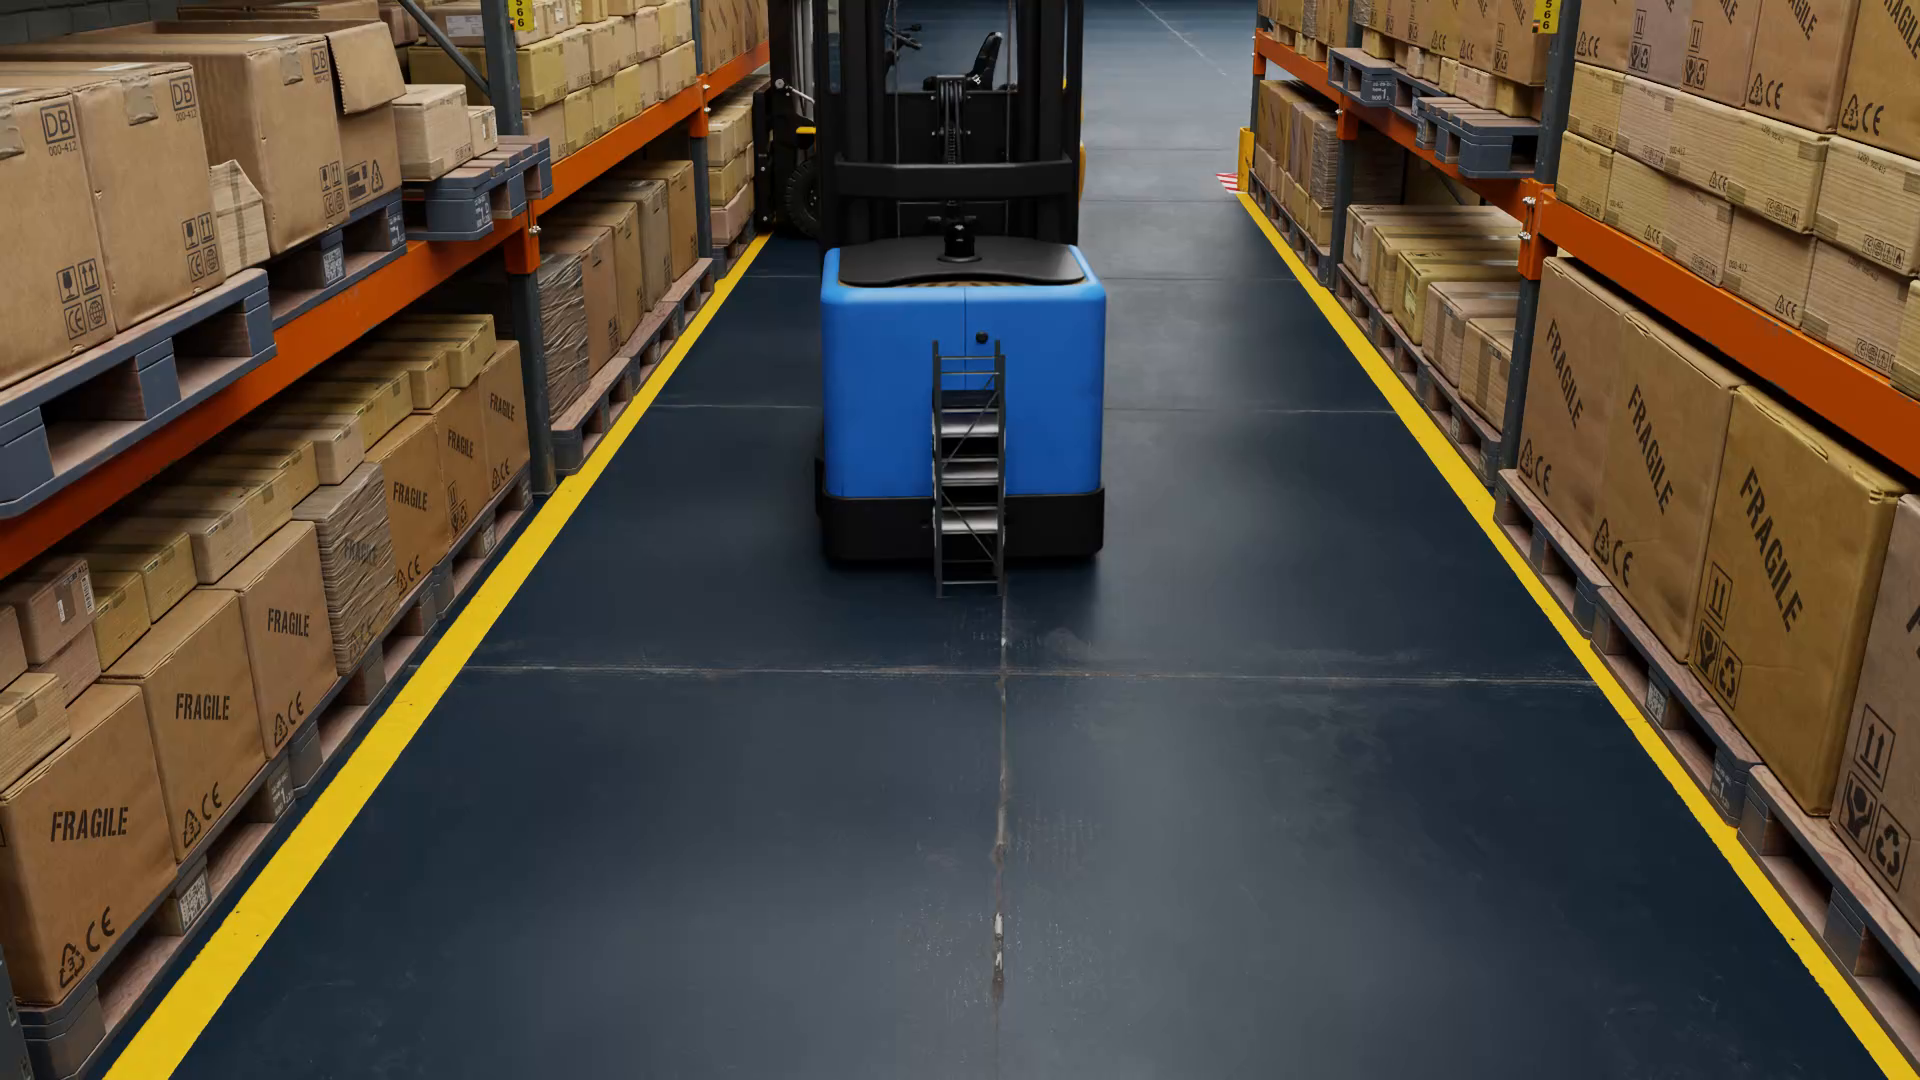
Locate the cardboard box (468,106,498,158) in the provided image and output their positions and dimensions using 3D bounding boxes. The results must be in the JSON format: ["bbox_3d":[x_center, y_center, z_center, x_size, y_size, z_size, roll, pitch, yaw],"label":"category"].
[{"bbox_3d":[-1.857,-1.440,5.860,0.380,0.149,0.250,1,21,3],"label":"cardboard box"}]

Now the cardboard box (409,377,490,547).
[{"bbox_3d":[-2.044,-0.297,6.024,0.500,0.500,0.500,0,21,1],"label":"cardboard box"}]

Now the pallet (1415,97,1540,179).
[{"bbox_3d":[2.656,-1.719,7.078,1.213,0.211,1.003,1,21,2],"label":"pallet"}]

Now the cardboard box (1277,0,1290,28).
[{"bbox_3d":[2.666,-4.088,12.368,0.500,0.500,0.500,0,21,1],"label":"cardboard box"}]

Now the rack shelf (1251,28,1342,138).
[{"bbox_3d":[2.923,-3.384,12.098,1.077,0.370,4.000,1,21,2],"label":"rack shelf"}]

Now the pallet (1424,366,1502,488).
[{"bbox_3d":[2.766,-0.532,7.609,1.003,0.211,1.213,1,21,2],"label":"pallet"}]

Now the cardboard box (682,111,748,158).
[{"bbox_3d":[-1.745,-2.786,11.400,0.500,0.250,0.500,1,21,2],"label":"cardboard box"}]

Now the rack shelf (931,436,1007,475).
[{"bbox_3d":[0.029,-0.300,5.903,0.258,0.077,0.200,-1,21,-3],"label":"rack shelf"}]

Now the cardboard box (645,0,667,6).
[{"bbox_3d":[-1.813,-2.994,9.065,0.380,0.149,0.250,0,21,0],"label":"cardboard box"}]

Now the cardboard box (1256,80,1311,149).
[{"bbox_3d":[2.683,-3.409,13.351,0.500,0.500,0.500,0,21,0],"label":"cardboard box"}]

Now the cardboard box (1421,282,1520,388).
[{"bbox_3d":[2.782,-0.992,7.990,0.950,0.372,0.625,0,21,1],"label":"cardboard box"}]

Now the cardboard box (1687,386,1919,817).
[{"bbox_3d":[2.578,0.139,4.379,0.875,0.875,0.875,1,21,3],"label":"cardboard box"}]

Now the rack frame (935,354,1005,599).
[{"bbox_3d":[0.035,-0.211,5.829,0.240,0.900,0.006,-1,21,-3],"label":"rack frame"}]

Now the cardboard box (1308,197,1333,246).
[{"bbox_3d":[2.612,-2.127,11.084,0.500,0.250,0.500,2,21,4],"label":"cardboard box"}]

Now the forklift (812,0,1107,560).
[{"bbox_3d":[-0.063,-1.781,7.067,1.130,2.935,3.031,-1,21,-3],"label":"forklift"}]

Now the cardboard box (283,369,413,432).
[{"bbox_3d":[-2.065,-0.466,5.561,0.380,0.149,0.250,1,21,3],"label":"cardboard box"}]

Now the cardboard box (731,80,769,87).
[{"bbox_3d":[-1.689,-3.521,13.295,0.500,0.250,0.500,1,21,3],"label":"cardboard box"}]

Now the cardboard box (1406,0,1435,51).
[{"bbox_3d":[2.513,-2.665,8.121,0.500,0.500,0.500,0,21,-1],"label":"cardboard box"}]

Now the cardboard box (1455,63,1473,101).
[{"bbox_3d":[2.430,-2.030,7.380,0.380,0.149,0.250,0,21,-1],"label":"cardboard box"}]

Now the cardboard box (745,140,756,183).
[{"bbox_3d":[-1.736,-2.732,11.952,0.500,0.250,0.500,0,21,1],"label":"cardboard box"}]

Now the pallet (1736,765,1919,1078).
[{"bbox_3d":[2.567,0.917,3.875,1.003,0.211,1.213,1,21,2],"label":"pallet"}]

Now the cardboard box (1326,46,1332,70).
[{"bbox_3d":[2.568,-3.089,10.690,0.380,0.149,0.250,1,21,3],"label":"cardboard box"}]

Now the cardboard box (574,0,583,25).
[{"bbox_3d":[-1.955,-2.440,7.635,0.380,0.149,0.250,1,21,2],"label":"cardboard box"}]

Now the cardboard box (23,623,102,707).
[{"bbox_3d":[-2.134,0.283,3.632,0.380,0.149,0.250,0,21,0],"label":"cardboard box"}]

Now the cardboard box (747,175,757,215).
[{"bbox_3d":[-1.753,-2.504,12.057,0.500,0.250,0.500,1,21,3],"label":"cardboard box"}]

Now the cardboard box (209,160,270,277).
[{"bbox_3d":[-1.917,-0.788,4.018,0.396,0.266,0.258,2,21,4],"label":"cardboard box"}]

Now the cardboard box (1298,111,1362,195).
[{"bbox_3d":[2.626,-2.660,11.423,0.500,0.500,0.500,1,21,3],"label":"cardboard box"}]

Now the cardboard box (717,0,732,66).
[{"bbox_3d":[-1.825,-3.442,11.115,0.500,0.500,0.500,1,21,3],"label":"cardboard box"}]

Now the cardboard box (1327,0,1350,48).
[{"bbox_3d":[2.627,-3.345,10.453,0.500,0.500,0.500,0,21,0],"label":"cardboard box"}]

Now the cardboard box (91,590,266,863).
[{"bbox_3d":[-2.096,0.448,4.103,0.500,0.500,0.500,0,21,1],"label":"cardboard box"}]

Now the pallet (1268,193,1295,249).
[{"bbox_3d":[2.882,-2.382,12.375,1.003,0.211,1.213,1,21,2],"label":"pallet"}]

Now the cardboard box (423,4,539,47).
[{"bbox_3d":[-1.917,-2.064,6.667,0.380,0.149,0.250,1,21,3],"label":"cardboard box"}]

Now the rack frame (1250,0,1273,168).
[{"bbox_3d":[2.984,-4.442,13.831,1.000,3.000,0.127,1,21,2],"label":"rack frame"}]

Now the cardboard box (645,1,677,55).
[{"bbox_3d":[-1.867,-2.846,9.233,0.500,0.250,0.500,0,21,0],"label":"cardboard box"}]

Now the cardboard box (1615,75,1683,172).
[{"bbox_3d":[2.462,-1.346,5.366,0.500,0.250,0.500,1,21,3],"label":"cardboard box"}]

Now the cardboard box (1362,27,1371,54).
[{"bbox_3d":[2.530,-2.878,9.567,0.380,0.149,0.250,1,21,2],"label":"cardboard box"}]

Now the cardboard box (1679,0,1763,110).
[{"bbox_3d":[2.445,-1.521,4.781,0.500,0.500,0.500,1,21,3],"label":"cardboard box"}]

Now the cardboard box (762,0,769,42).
[{"bbox_3d":[-1.755,-4.174,13.001,0.500,0.500,0.500,1,21,3],"label":"cardboard box"}]

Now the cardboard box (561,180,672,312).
[{"bbox_3d":[-2.135,-1.669,9.385,0.875,0.625,0.625,0,21,1],"label":"cardboard box"}]

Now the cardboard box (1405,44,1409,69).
[{"bbox_3d":[2.522,-2.503,8.600,0.380,0.149,0.250,1,21,2],"label":"cardboard box"}]

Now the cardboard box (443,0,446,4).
[{"bbox_3d":[-2.510,-2.350,7.404,0.380,0.149,0.250,0,21,1],"label":"cardboard box"}]

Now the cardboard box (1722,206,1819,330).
[{"bbox_3d":[2.443,-0.752,4.527,0.500,0.250,0.500,1,21,2],"label":"cardboard box"}]

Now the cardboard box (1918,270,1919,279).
[{"bbox_3d":[2.397,-0.610,3.469,0.500,0.250,0.500,1,21,3],"label":"cardboard box"}]

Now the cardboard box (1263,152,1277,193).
[{"bbox_3d":[2.660,-2.883,13.033,0.500,0.250,0.500,1,21,4],"label":"cardboard box"}]

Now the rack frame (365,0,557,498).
[{"bbox_3d":[-2.221,-1.603,6.514,1.000,3.000,0.127,1,21,2],"label":"rack frame"}]

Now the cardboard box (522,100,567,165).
[{"bbox_3d":[-1.963,-1.691,6.947,0.500,0.250,0.500,1,21,2],"label":"cardboard box"}]

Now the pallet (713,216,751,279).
[{"bbox_3d":[-2.033,-2.036,11.485,1.003,0.211,1.213,1,21,2],"label":"pallet"}]

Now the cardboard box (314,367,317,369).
[{"bbox_3d":[-2.583,-0.655,6.049,0.380,0.149,0.250,1,21,3],"label":"cardboard box"}]

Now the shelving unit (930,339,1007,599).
[{"bbox_3d":[0.029,-0.248,5.923,0.258,0.900,0.210,-1,21,-3],"label":"shelving unit"}]

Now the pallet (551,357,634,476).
[{"bbox_3d":[-2.157,-0.600,7.784,1.003,0.211,1.213,1,21,2],"label":"pallet"}]

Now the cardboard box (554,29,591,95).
[{"bbox_3d":[-1.947,-2.105,7.324,0.500,0.250,0.500,1,21,3],"label":"cardboard box"}]

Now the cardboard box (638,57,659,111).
[{"bbox_3d":[-1.908,-2.433,8.861,0.500,0.250,0.500,1,21,2],"label":"cardboard box"}]

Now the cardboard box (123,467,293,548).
[{"bbox_3d":[-2.088,-0.089,4.590,0.380,0.149,0.250,1,21,4],"label":"cardboard box"}]

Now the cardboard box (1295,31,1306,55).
[{"bbox_3d":[2.604,-3.551,11.883,0.380,0.149,0.250,1,21,2],"label":"cardboard box"}]
